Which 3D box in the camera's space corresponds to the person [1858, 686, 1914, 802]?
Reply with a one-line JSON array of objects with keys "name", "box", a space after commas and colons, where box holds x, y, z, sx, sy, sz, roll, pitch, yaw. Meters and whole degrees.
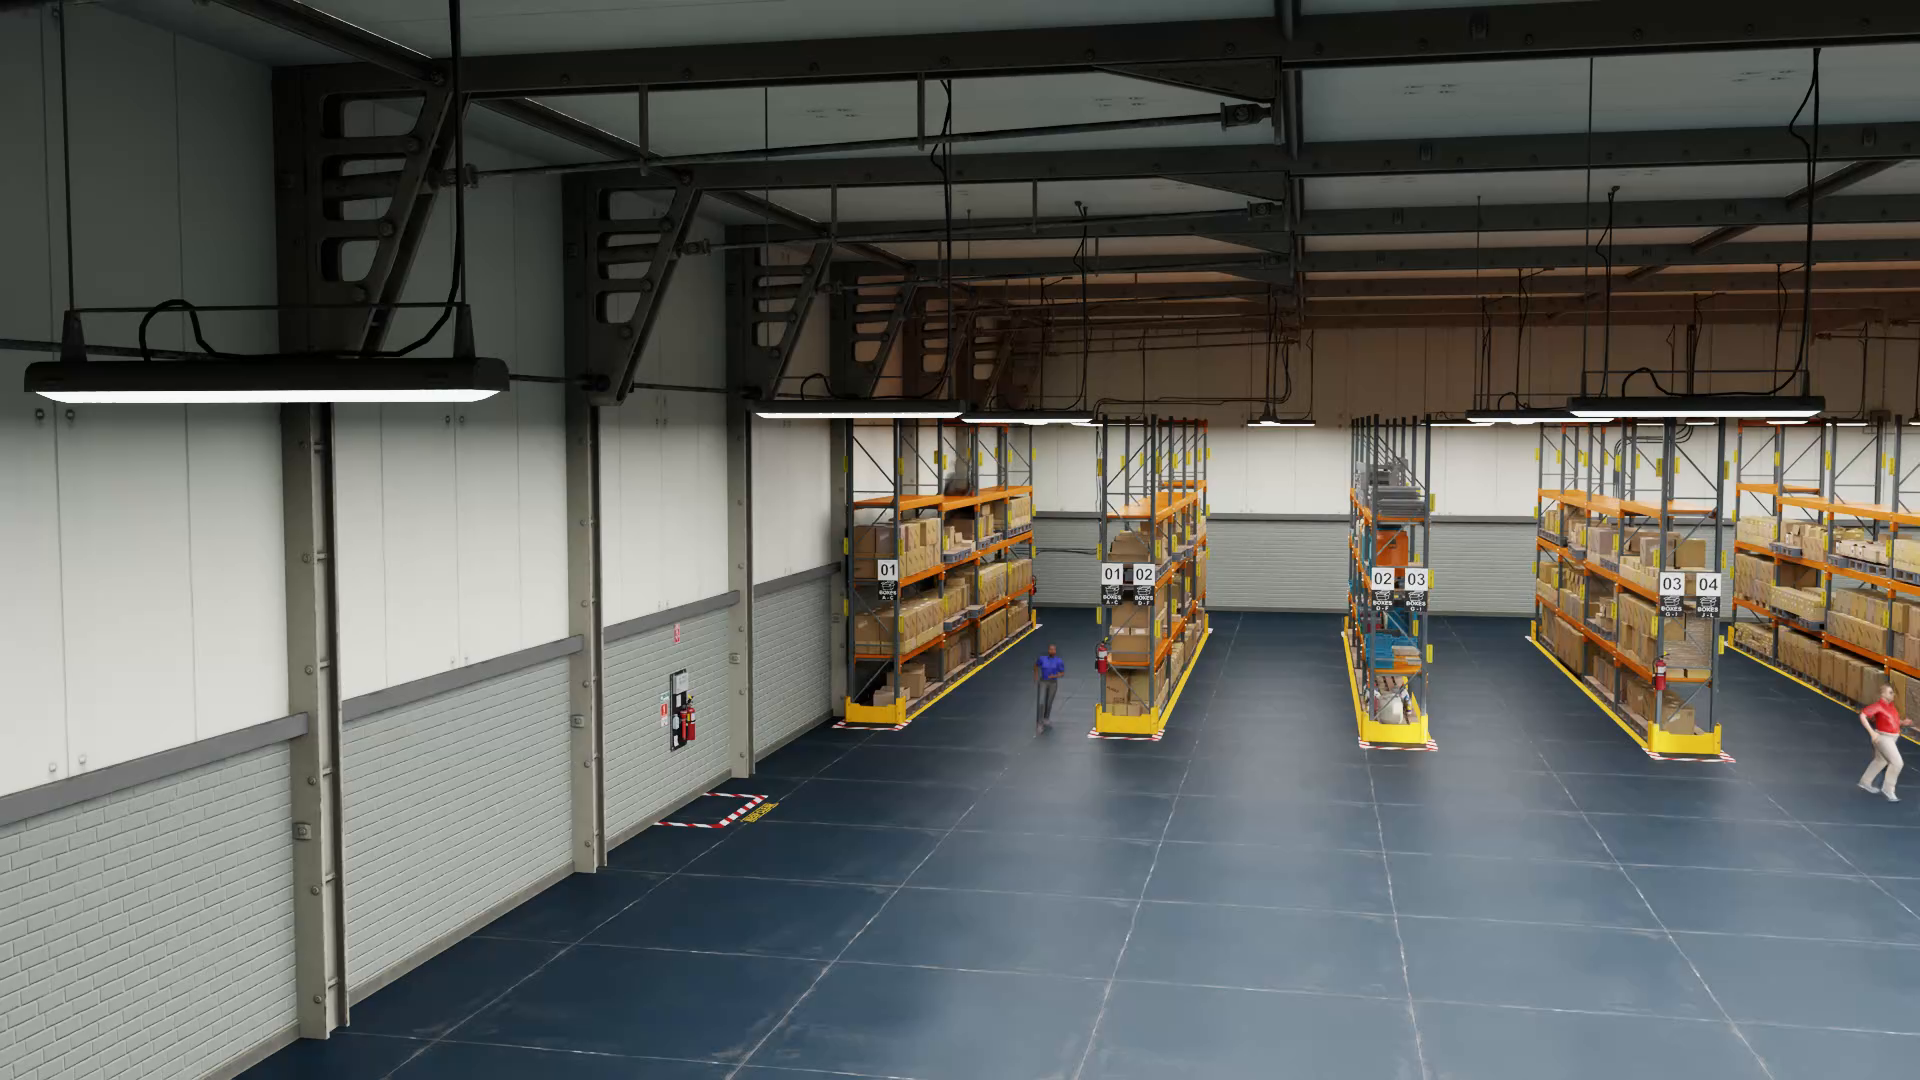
[{"name": "person", "box": [14.344, 3.156, 25.773, 0.633, 1.802, 0.761, -4, 5, -45]}]

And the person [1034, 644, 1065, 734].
[{"name": "person", "box": [1.701, 2.804, 31.658, 0.593, 1.677, 0.841, 0, 4, 3]}]
